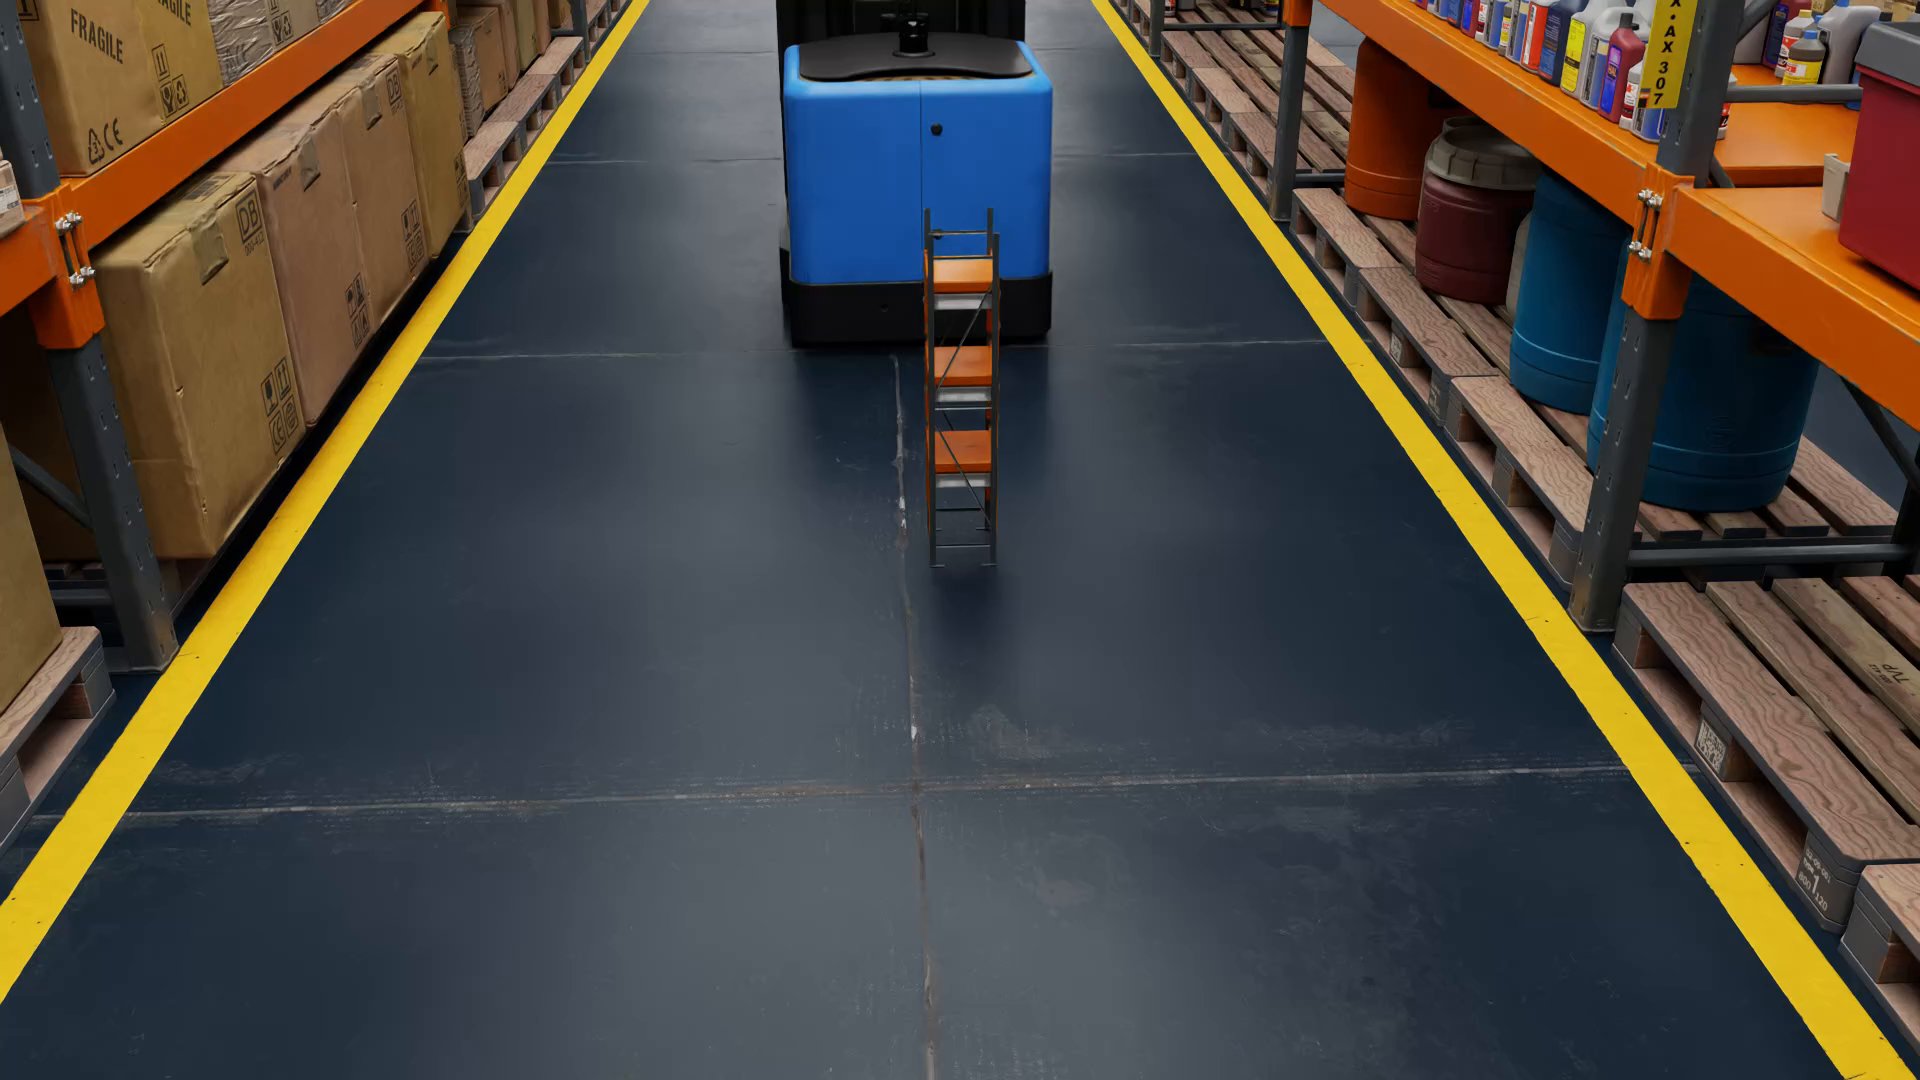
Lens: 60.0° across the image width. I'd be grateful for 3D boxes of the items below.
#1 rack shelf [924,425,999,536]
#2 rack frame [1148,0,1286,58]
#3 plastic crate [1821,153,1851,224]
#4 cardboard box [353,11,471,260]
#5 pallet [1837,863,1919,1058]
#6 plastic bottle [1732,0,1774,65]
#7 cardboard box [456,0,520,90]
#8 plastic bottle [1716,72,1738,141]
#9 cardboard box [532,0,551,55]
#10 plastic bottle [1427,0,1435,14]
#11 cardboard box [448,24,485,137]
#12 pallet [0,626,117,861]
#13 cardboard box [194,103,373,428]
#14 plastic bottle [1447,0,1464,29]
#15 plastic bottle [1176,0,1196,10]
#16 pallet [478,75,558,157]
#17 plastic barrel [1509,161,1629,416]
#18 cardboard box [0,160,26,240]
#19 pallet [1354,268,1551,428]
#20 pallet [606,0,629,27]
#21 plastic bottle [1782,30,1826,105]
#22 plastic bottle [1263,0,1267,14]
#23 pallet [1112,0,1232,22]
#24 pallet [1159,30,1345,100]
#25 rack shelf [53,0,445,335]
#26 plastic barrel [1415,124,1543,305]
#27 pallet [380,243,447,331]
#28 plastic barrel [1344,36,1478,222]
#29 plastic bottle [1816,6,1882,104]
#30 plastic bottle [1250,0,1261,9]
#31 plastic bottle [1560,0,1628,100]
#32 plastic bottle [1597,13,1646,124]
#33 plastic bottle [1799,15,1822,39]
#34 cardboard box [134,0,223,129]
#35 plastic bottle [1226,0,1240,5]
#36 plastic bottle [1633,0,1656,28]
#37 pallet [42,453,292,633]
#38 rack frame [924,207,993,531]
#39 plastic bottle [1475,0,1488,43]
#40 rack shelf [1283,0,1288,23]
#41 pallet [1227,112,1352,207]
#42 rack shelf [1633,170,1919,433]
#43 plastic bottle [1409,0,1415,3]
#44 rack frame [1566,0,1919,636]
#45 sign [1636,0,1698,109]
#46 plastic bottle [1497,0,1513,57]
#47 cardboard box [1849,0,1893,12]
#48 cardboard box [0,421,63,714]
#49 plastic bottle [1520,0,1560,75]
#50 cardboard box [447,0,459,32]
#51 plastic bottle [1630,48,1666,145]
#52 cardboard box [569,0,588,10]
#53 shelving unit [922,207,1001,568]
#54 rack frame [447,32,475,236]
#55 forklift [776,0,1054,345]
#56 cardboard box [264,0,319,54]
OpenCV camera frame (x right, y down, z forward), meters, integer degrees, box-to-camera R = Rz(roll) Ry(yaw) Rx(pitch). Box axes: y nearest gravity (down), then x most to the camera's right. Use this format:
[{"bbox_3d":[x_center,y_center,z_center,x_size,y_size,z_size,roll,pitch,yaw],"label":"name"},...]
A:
[{"bbox_3d":[0.003,-0.185,5.093,0.215,0.259,0.240,-1,28,-3],"label":"rack shelf"},{"bbox_3d":[1.849,-4.794,11.198,1.000,3.000,0.127,-1,28,-3],"label":"rack frame"},{"bbox_3d":[2.149,-0.791,3.743,0.396,0.136,0.243,-1,28,-3],"label":"plastic crate"},{"bbox_3d":[-2.873,-1.752,7.209,1.225,0.875,0.875,-3,28,-5],"label":"cardboard box"},{"bbox_3d":[2.411,1.040,3.027,1.003,0.211,1.213,-1,28,-3],"label":"pallet"},{"bbox_3d":[2.575,-1.695,5.390,0.152,0.276,0.135,-1,28,-3],"label":"plastic bottle"},{"bbox_3d":[-3.050,-2.998,9.982,0.700,0.500,0.500,-4,28,-7],"label":"cardboard box"},{"bbox_3d":[2.047,-1.197,4.516,0.097,0.201,0.097,0,28,0],"label":"plastic bottle"},{"bbox_3d":[-3.086,-3.477,10.900,0.700,0.500,0.500,-3,28,-7],"label":"cardboard box"},{"bbox_3d":[1.797,-2.094,6.161,0.097,0.271,0.097,0,28,0],"label":"plastic bottle"},{"bbox_3d":[-2.985,-2.479,8.986,0.700,0.500,0.500,-4,28,-7],"label":"cardboard box"},{"bbox_3d":[-2.717,0.610,3.853,1.003,0.211,1.213,-1,28,-3],"label":"pallet"},{"bbox_3d":[-2.780,-0.932,5.636,1.225,0.875,0.875,-2,28,-4],"label":"cardboard box"},{"bbox_3d":[1.835,-2.003,5.900,0.144,0.351,0.185,-1,28,-3],"label":"plastic bottle"},{"bbox_3d":[1.672,-4.108,12.272,0.144,0.351,0.185,-1,28,-3],"label":"plastic bottle"},{"bbox_3d":[-2.988,-2.514,9.841,1.003,0.211,1.213,-1,28,-3],"label":"pallet"},{"bbox_3d":[2.219,-0.934,5.612,0.600,0.901,0.708,-1,28,-3],"label":"plastic barrel"},{"bbox_3d":[-2.336,-0.736,3.688,0.380,0.149,0.250,-1,28,-2],"label":"cardboard box"},{"bbox_3d":[2.202,-0.785,6.527,1.003,0.211,1.213,-1,28,-3],"label":"pallet"},{"bbox_3d":[-3.234,-4.312,13.289,1.003,0.211,1.213,-1,28,-3],"label":"pallet"},{"bbox_3d":[2.481,-1.392,4.889,0.097,0.201,0.097,0,28,0],"label":"plastic bottle"},{"bbox_3d":[2.265,-3.953,12.136,0.097,0.201,0.097,0,28,0],"label":"plastic bottle"},{"bbox_3d":[1.789,-4.433,13.522,1.003,0.211,1.213,-1,28,-3],"label":"pallet"},{"bbox_3d":[1.929,-3.196,11.149,1.003,0.211,1.213,-1,28,-3],"label":"pallet"},{"bbox_3d":[-2.783,-1.584,5.822,1.077,0.370,4.000,-1,28,-3],"label":"rack shelf"},{"bbox_3d":[2.160,-1.317,6.684,0.600,0.588,0.708,-1,28,-3],"label":"plastic barrel"},{"bbox_3d":[-2.922,-1.225,7.370,1.003,0.211,1.213,-1,28,-3],"label":"pallet"},{"bbox_3d":[2.101,-1.945,7.628,0.600,0.830,0.708,-1,28,-3],"label":"plastic barrel"},{"bbox_3d":[2.604,-1.436,4.894,0.152,0.276,0.135,-1,28,-3],"label":"plastic bottle"},{"bbox_3d":[2.226,-4.088,12.313,0.152,0.276,0.135,0,28,-1],"label":"plastic bottle"},{"bbox_3d":[1.892,-1.494,4.924,0.144,0.351,0.185,-1,28,-3],"label":"plastic bottle"},{"bbox_3d":[1.866,-1.328,4.678,0.061,0.283,0.133,-1,28,-3],"label":"plastic bottle"},{"bbox_3d":[2.621,-1.502,5.102,0.097,0.201,0.097,0,28,0],"label":"plastic bottle"},{"bbox_3d":[-2.481,-1.475,4.726,0.500,0.500,0.500,-1,28,-3],"label":"cardboard box"},{"bbox_3d":[2.078,-4.194,12.436,0.144,0.351,0.185,-1,28,-3],"label":"plastic bottle"},{"bbox_3d":[2.036,-1.498,4.931,0.144,0.351,0.185,-1,28,-3],"label":"plastic bottle"},{"bbox_3d":[-2.795,-0.098,5.210,1.003,0.211,1.213,-1,28,-3],"label":"pallet"},{"bbox_3d":[-0.004,-0.497,5.068,0.200,1.050,0.008,-1,28,-3],"label":"rack frame"},{"bbox_3d":[1.826,-1.809,5.690,0.097,0.201,0.097,0,28,0],"label":"plastic bottle"},{"bbox_3d":[1.954,-3.551,9.593,1.077,0.370,4.000,-1,28,-3],"label":"rack shelf"},{"bbox_3d":[2.057,-2.069,8.989,1.003,0.211,1.213,-1,28,-3],"label":"pallet"},{"bbox_3d":[2.372,0.143,2.510,1.077,0.370,4.000,-1,28,-3],"label":"rack shelf"},{"bbox_3d":[1.785,-2.201,6.365,0.097,0.271,0.097,0,28,0],"label":"plastic bottle"},{"bbox_3d":[2.267,-1.099,4.114,1.000,3.000,0.127,-1,28,-3],"label":"rack frame"},{"bbox_3d":[1.718,-1.210,4.026,0.100,0.325,0.005,-1,28,-3],"label":"sign"},{"bbox_3d":[1.838,-1.702,5.485,0.097,0.201,0.097,0,28,0],"label":"plastic bottle"},{"bbox_3d":[6.570,-3.687,11.594,0.500,0.250,0.500,-2,28,-4],"label":"cardboard box"},{"bbox_3d":[-2.724,0.083,3.691,0.875,0.875,0.875,-1,28,-3],"label":"cardboard box"},{"bbox_3d":[1.878,-1.620,5.247,0.152,0.276,0.135,-1,28,-3],"label":"plastic bottle"},{"bbox_3d":[-2.991,-2.800,8.791,0.500,0.250,0.500,2,28,3],"label":"cardboard box"},{"bbox_3d":[1.924,-1.219,4.477,0.152,0.276,0.135,-1,28,-3],"label":"plastic bottle"},{"bbox_3d":[-3.115,-4.202,12.312,0.500,0.500,0.500,7,28,14],"label":"cardboard box"},{"bbox_3d":[0.003,-0.441,4.960,0.215,1.050,0.252,-1,28,-3],"label":"shelving unit"},{"bbox_3d":[-2.888,-2.827,7.427,1.000,3.000,0.127,-1,28,-3],"label":"rack frame"},{"bbox_3d":[-0.279,-2.722,7.299,1.130,2.935,3.031,-2,28,-5],"label":"forklift"},{"bbox_3d":[-2.538,-1.944,5.626,0.500,0.500,0.500,-1,28,-2],"label":"cardboard box"}]
